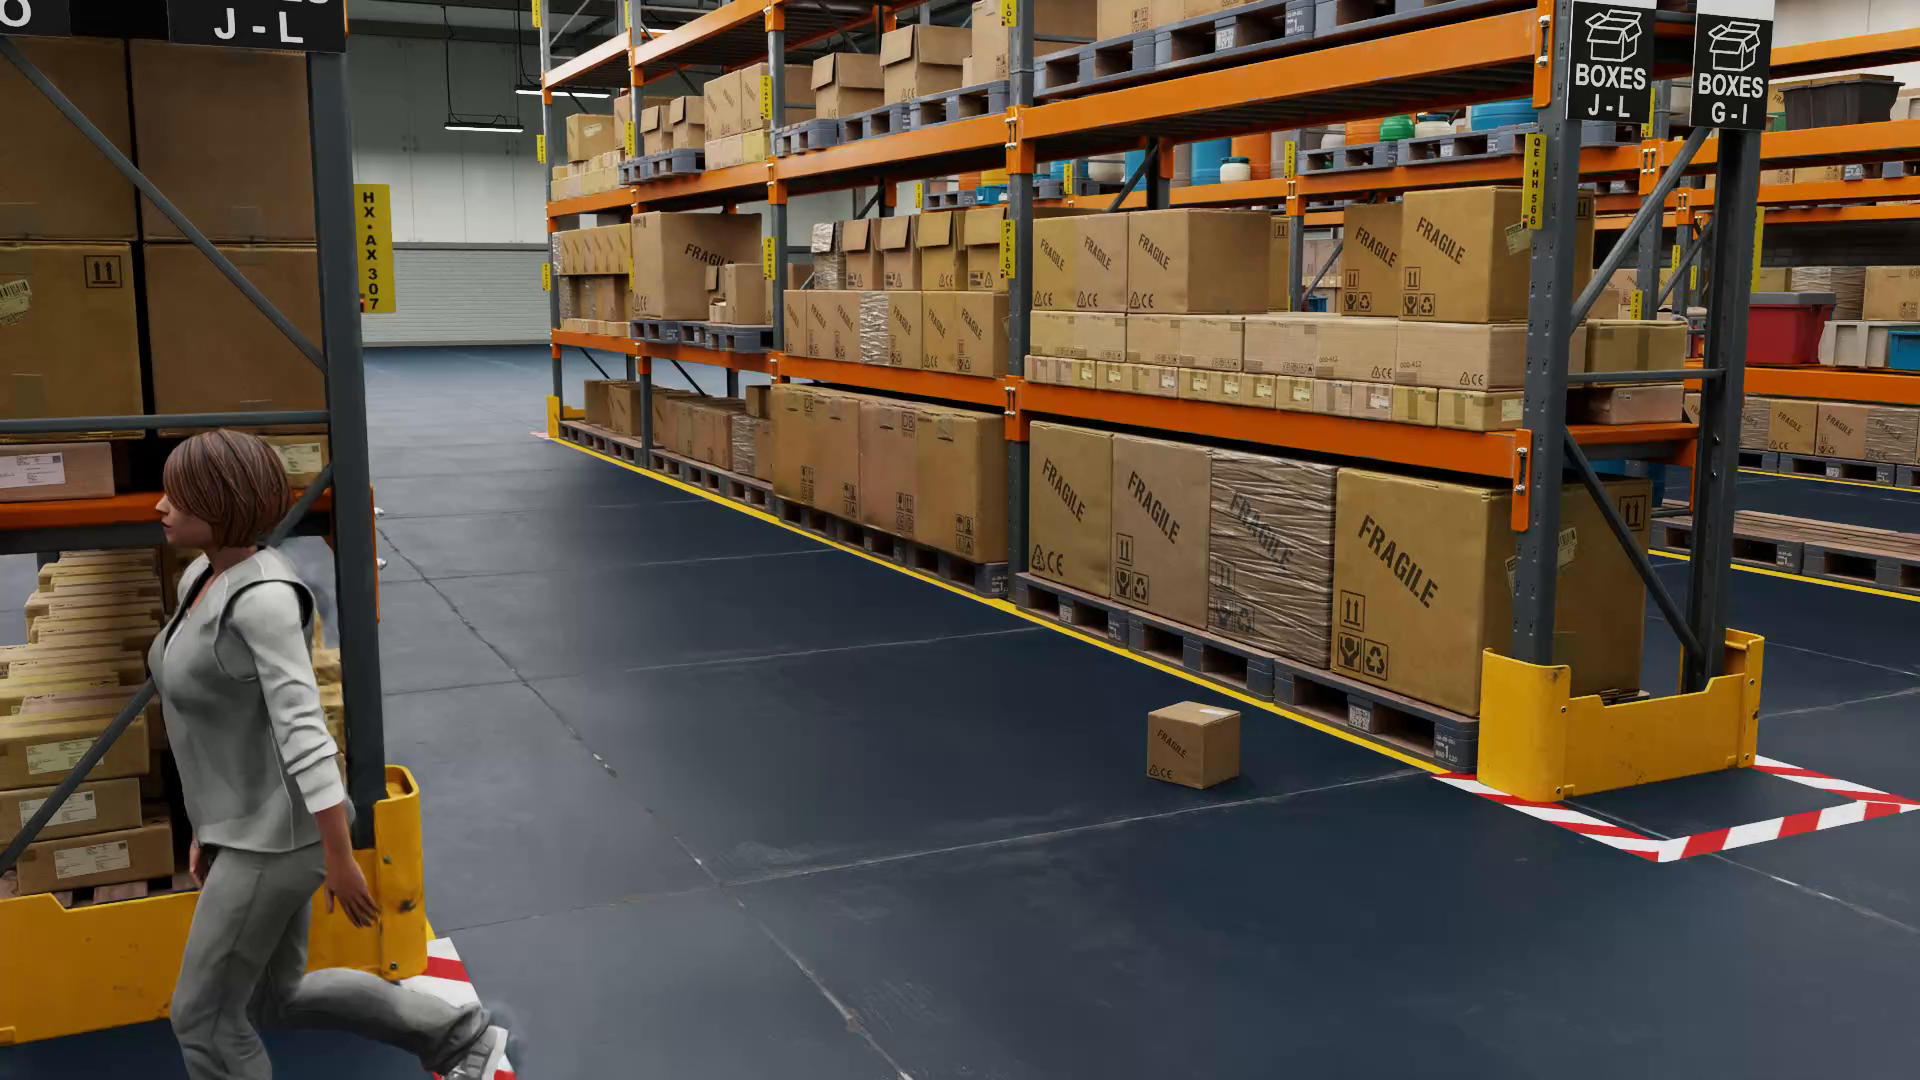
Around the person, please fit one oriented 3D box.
[{"bbox_3d":[-1.260,0.560,3.206,0.763,1.561,0.459,-5,10,-31],"label":"person"}]
